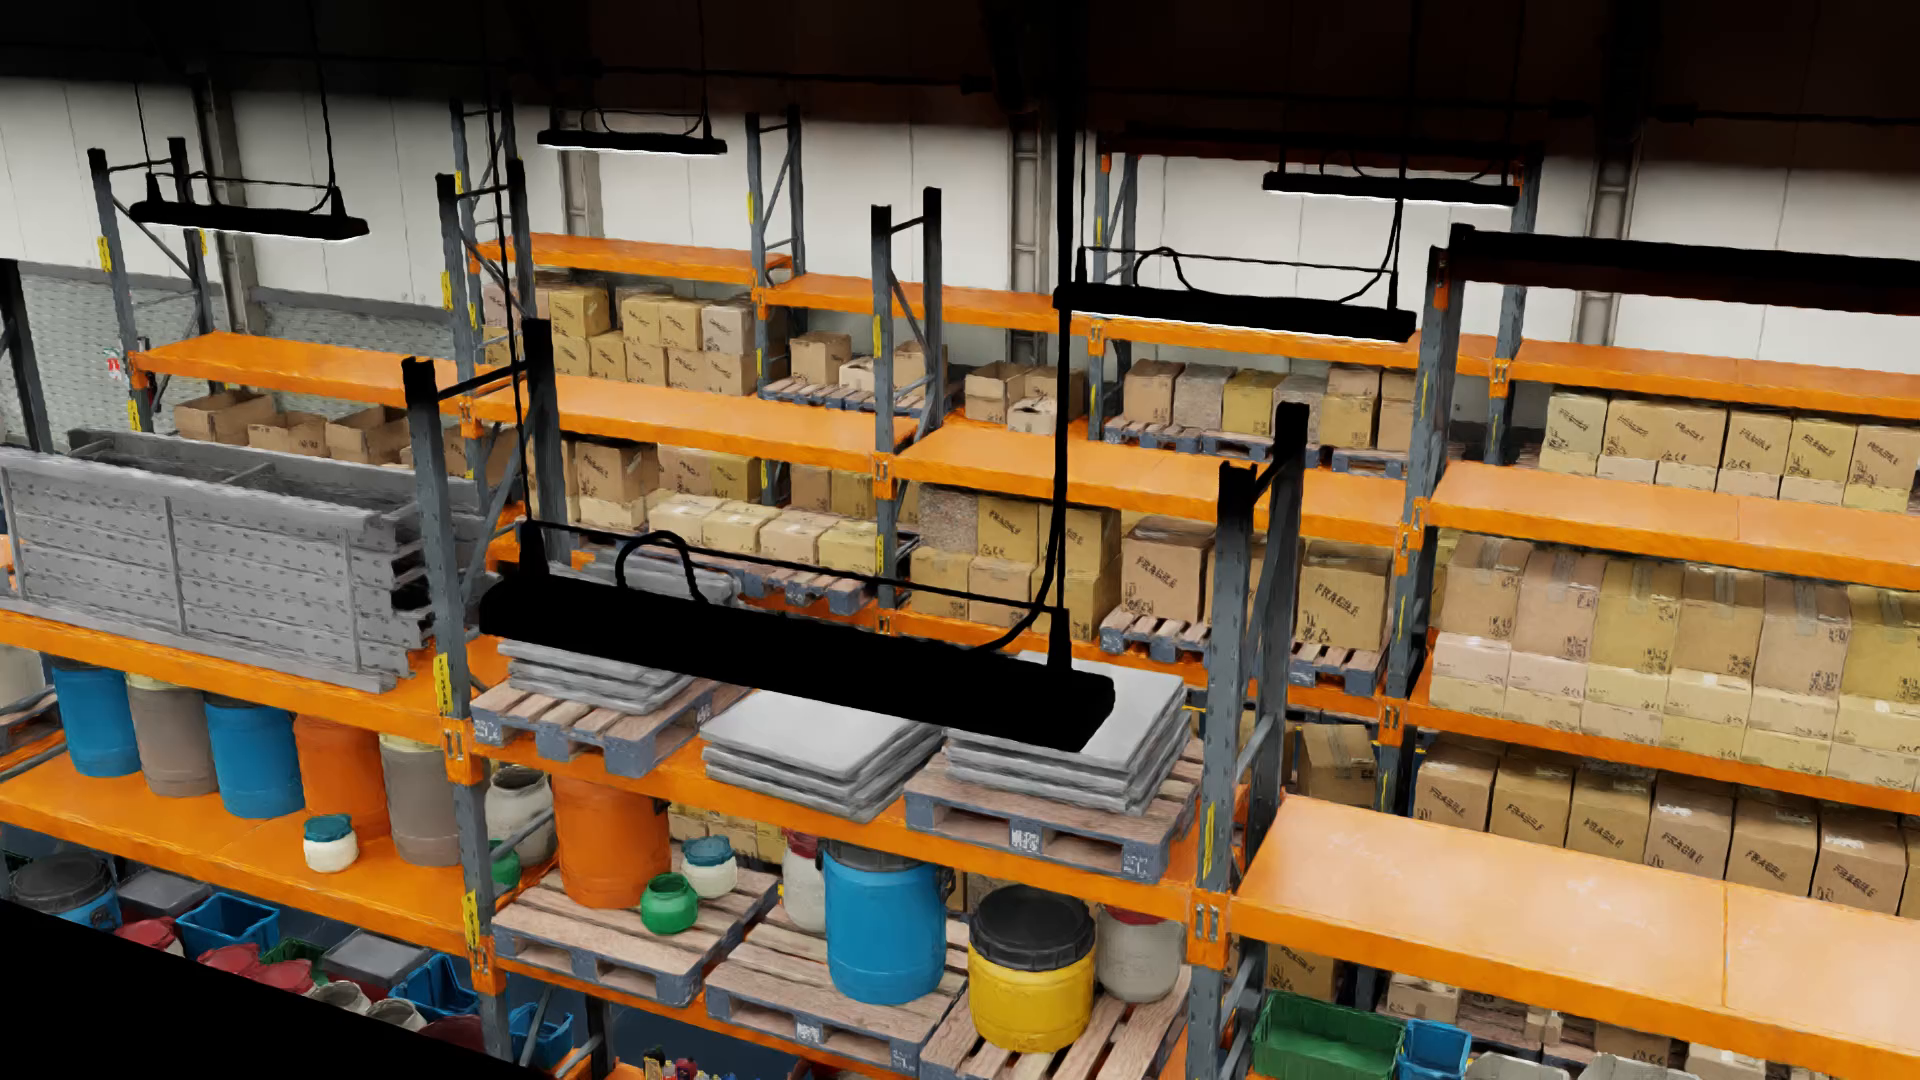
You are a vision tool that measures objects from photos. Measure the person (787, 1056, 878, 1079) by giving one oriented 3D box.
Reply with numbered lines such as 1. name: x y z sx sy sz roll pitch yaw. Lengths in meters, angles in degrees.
1. person: -0.831 3.522 10.899 1.031 1.658 0.533 13 24 30

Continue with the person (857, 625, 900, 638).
1. person: -0.852 1.292 16.887 1.030 1.673 0.553 8 22 21
